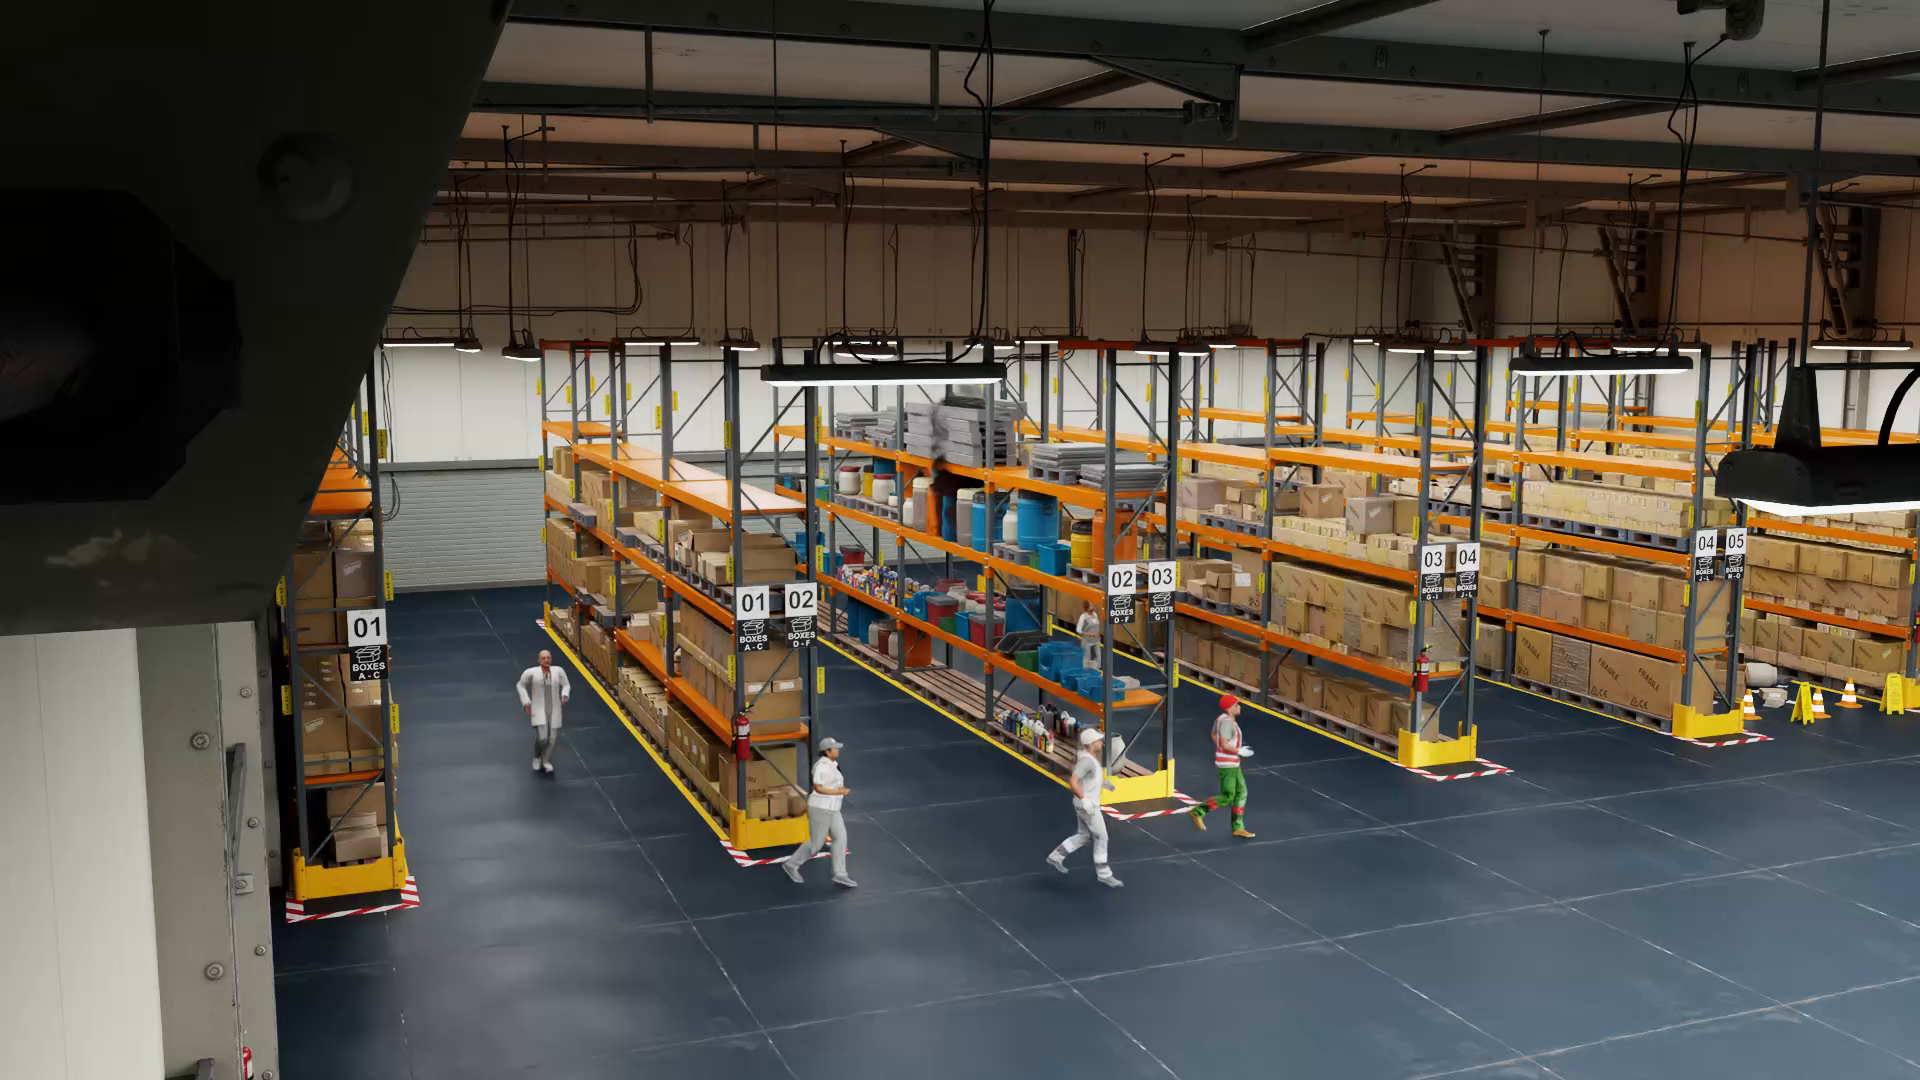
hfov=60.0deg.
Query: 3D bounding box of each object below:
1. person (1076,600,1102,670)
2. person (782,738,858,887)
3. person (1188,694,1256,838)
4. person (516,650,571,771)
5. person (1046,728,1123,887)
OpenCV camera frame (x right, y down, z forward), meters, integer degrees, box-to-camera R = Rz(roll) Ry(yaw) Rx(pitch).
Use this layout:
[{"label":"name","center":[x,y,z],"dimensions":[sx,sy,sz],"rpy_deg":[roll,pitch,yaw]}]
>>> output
[{"label":"person","center":[2.240,1.803,28.746],"dimensions":[0.541,1.567,0.843],"rpy_deg":[-5,9,-35]},{"label":"person","center":[-1.554,3.074,18.899],"dimensions":[0.861,1.665,0.618],"rpy_deg":[1,8,10]},{"label":"person","center":[3.261,2.791,20.622],"dimensions":[0.839,1.775,0.670],"rpy_deg":[1,8,8]},{"label":"person","center":[-5.820,2.420,23.455],"dimensions":[0.717,1.747,0.645],"rpy_deg":[-4,9,-30]},{"label":"person","center":[1.413,3.018,18.794],"dimensions":[0.878,1.810,0.681],"rpy_deg":[0,7,2]}]
